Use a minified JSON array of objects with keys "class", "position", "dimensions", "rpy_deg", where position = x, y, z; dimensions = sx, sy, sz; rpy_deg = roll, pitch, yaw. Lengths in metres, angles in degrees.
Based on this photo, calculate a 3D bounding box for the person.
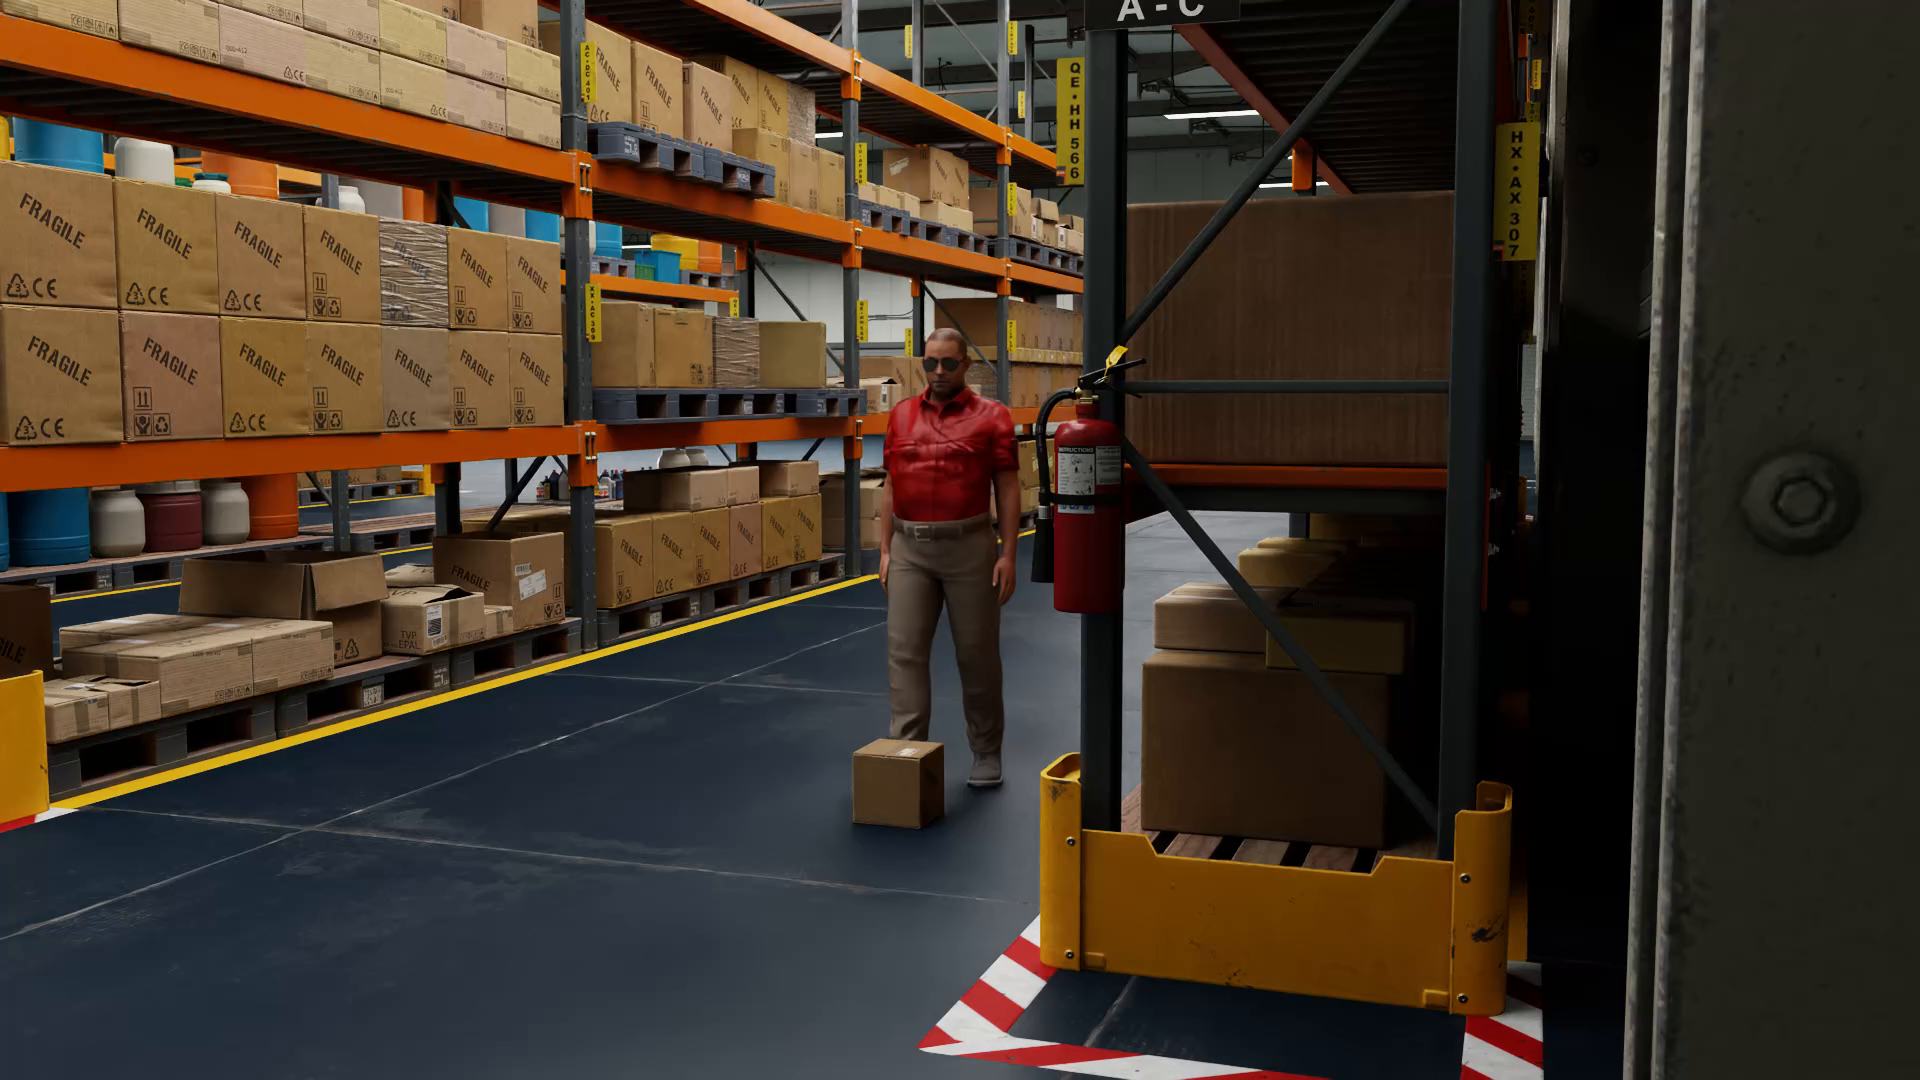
[{"class":"person","position":[-0.072,0.079,6.198],"dimensions":[0.550,1.730,0.653],"rpy_deg":[2,5,19]}]
